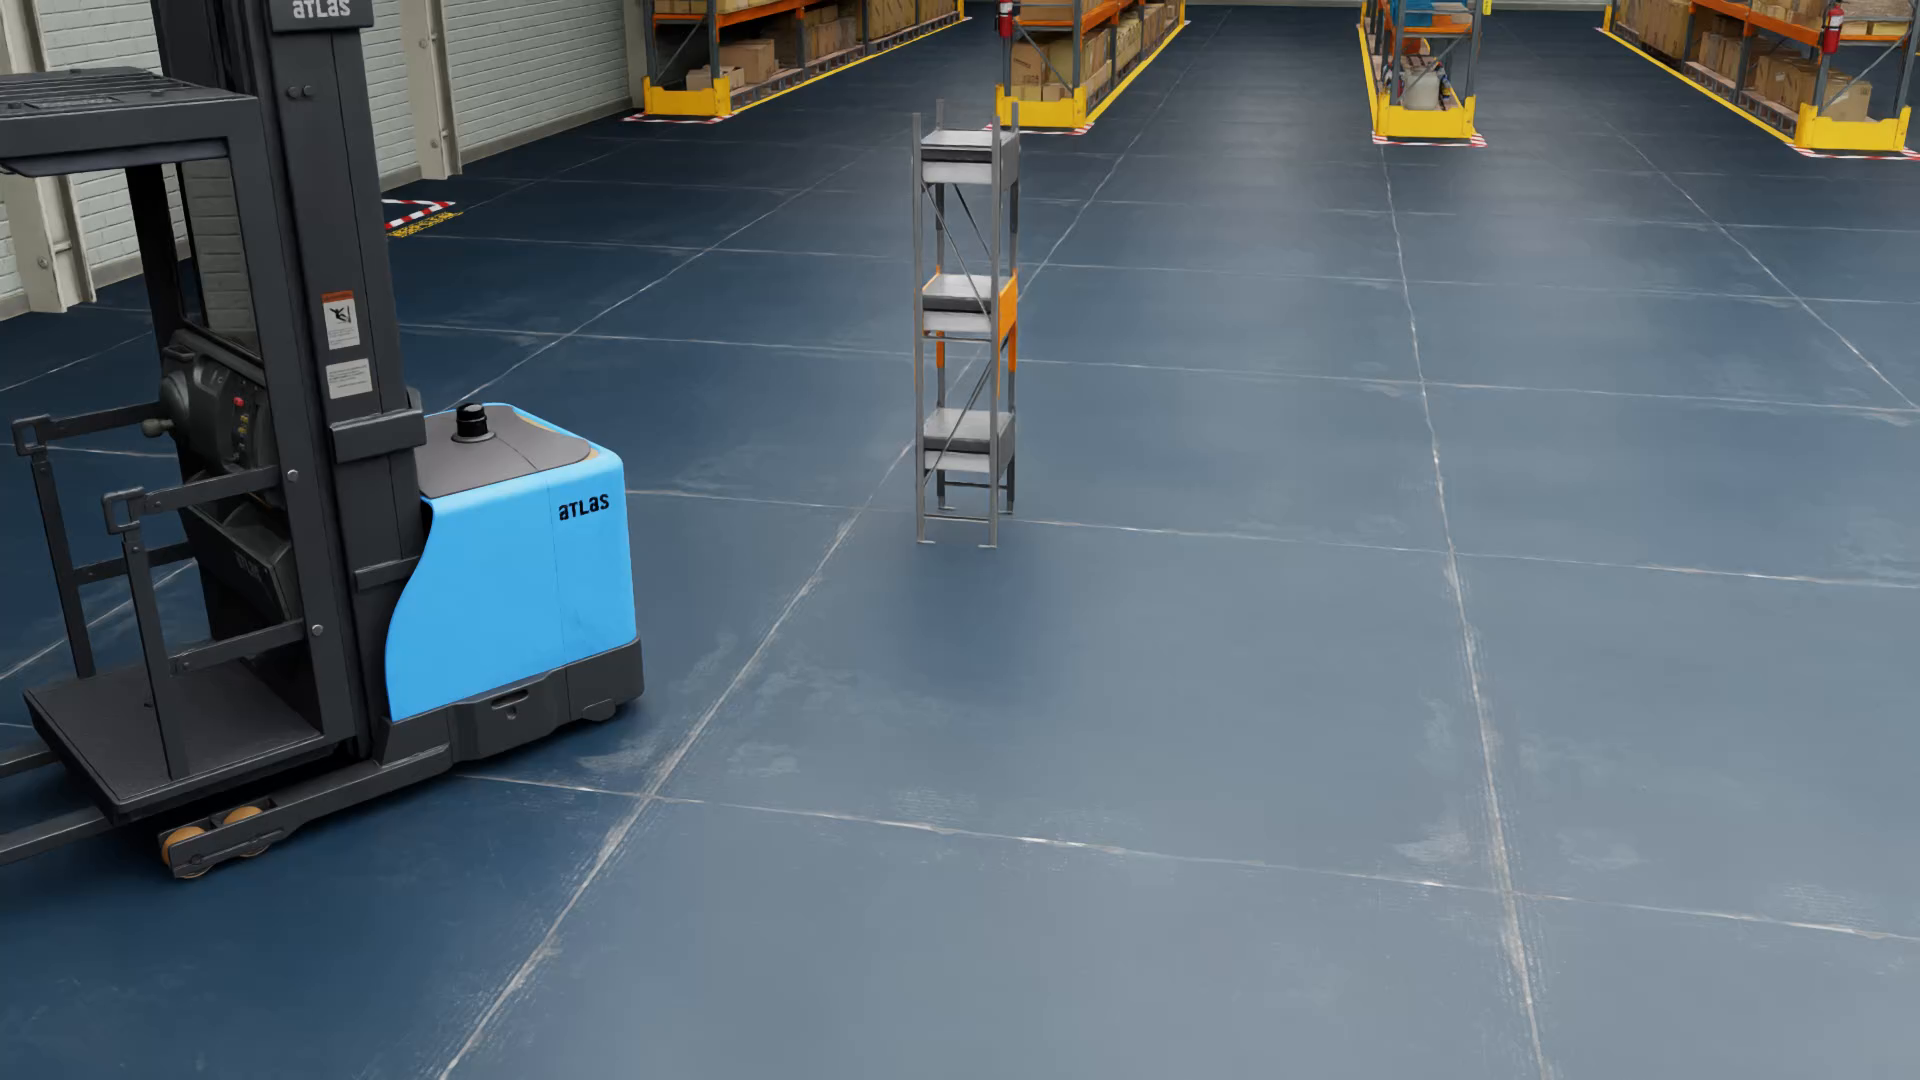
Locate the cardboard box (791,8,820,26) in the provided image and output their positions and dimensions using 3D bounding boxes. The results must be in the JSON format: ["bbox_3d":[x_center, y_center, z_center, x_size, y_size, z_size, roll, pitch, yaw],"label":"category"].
[{"bbox_3d":[-2.642,-8.746,27.808,0.500,0.250,0.500,4,22,9],"label":"cardboard box"}]

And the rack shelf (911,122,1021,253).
[{"bbox_3d":[0.034,-1.671,7.855,0.431,0.518,0.480,4,22,11],"label":"rack shelf"}]

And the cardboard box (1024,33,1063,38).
[{"bbox_3d":[1.180,-6.928,23.654,0.500,0.500,0.500,4,22,11],"label":"cardboard box"}]

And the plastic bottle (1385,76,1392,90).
[{"bbox_3d":[5.941,-6.249,22.911,0.152,0.276,0.135,5,22,11],"label":"plastic bottle"}]

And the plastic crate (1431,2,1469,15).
[{"bbox_3d":[6.650,-7.240,22.669,0.530,0.136,0.437,4,22,11],"label":"plastic crate"}]

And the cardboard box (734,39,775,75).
[{"bbox_3d":[-3.138,-7.393,25.452,0.500,0.500,0.500,3,22,7],"label":"cardboard box"}]

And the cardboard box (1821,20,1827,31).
[{"bbox_3d":[10.674,-6.230,20.144,0.380,0.149,0.250,4,22,11],"label":"cardboard box"}]

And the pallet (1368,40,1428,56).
[{"bbox_3d":[7.921,-8.882,30.124,1.003,0.211,1.213,4,22,11],"label":"pallet"}]

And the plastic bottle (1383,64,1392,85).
[{"bbox_3d":[6.124,-6.619,23.729,0.144,0.351,0.185,4,22,9],"label":"plastic bottle"}]

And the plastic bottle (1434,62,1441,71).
[{"bbox_3d":[6.884,-6.694,23.916,0.144,0.351,0.185,4,22,9],"label":"plastic bottle"}]

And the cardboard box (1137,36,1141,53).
[{"bbox_3d":[2.833,-8.526,28.627,0.500,0.250,0.500,5,22,12],"label":"cardboard box"}]

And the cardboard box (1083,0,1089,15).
[{"bbox_3d":[1.386,-7.482,22.781,0.700,0.500,0.500,5,22,11],"label":"cardboard box"}]

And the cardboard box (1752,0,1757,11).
[{"bbox_3d":[11.244,-7.426,23.114,0.380,0.149,0.250,4,22,11],"label":"cardboard box"}]

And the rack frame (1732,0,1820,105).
[{"bbox_3d":[11.582,-7.598,23.205,1.000,3.000,0.127,4,22,11],"label":"rack frame"}]

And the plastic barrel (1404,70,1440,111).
[{"bbox_3d":[5.977,-5.800,21.508,0.421,0.512,0.421,0,22,0],"label":"plastic barrel"}]

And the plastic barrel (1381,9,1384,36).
[{"bbox_3d":[8.238,-9.925,31.230,0.600,0.901,0.708,4,22,11],"label":"plastic barrel"}]

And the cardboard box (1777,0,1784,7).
[{"bbox_3d":[11.290,-7.252,21.813,0.875,0.500,0.500,4,22,11],"label":"cardboard box"}]

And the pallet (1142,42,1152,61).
[{"bbox_3d":[2.891,-8.794,29.907,1.003,0.211,1.213,4,22,11],"label":"pallet"}]

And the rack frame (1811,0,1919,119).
[{"bbox_3d":[10.766,-6.135,19.573,1.000,3.000,0.127,4,22,11],"label":"rack frame"}]

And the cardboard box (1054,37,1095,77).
[{"bbox_3d":[1.586,-6.705,23.102,0.500,0.500,0.500,4,22,11],"label":"cardboard box"}]

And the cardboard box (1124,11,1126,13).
[{"bbox_3d":[2.768,-9.411,30.464,0.500,0.500,0.500,4,22,9],"label":"cardboard box"}]

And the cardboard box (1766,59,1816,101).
[{"bbox_3d":[11.352,-6.280,22.716,0.500,0.500,0.500,12,25,28],"label":"cardboard box"}]

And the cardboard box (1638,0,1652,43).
[{"bbox_3d":[13.104,-9.498,30.203,1.225,0.875,0.875,5,22,11],"label":"cardboard box"}]

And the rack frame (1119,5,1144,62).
[{"bbox_3d":[2.701,-9.818,28.716,1.000,3.000,0.127,4,22,11],"label":"rack frame"}]

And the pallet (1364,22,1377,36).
[{"bbox_3d":[8.725,-10.328,33.714,1.003,0.211,1.213,4,22,11],"label":"pallet"}]

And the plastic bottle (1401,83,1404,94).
[{"bbox_3d":[6.095,-6.262,23.044,0.097,0.201,0.097,0,22,0],"label":"plastic bottle"}]

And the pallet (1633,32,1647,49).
[{"bbox_3d":[13.447,-9.503,31.666,1.003,0.211,1.213,4,22,11],"label":"pallet"}]

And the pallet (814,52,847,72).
[{"bbox_3d":[-2.561,-8.170,28.357,1.003,0.211,1.213,4,22,11],"label":"pallet"}]

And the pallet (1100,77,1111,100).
[{"bbox_3d":[1.682,-6.774,24.890,1.003,0.211,1.213,4,22,11],"label":"pallet"}]

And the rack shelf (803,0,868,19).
[{"bbox_3d":[-2.557,-9.129,27.968,1.077,0.370,4.000,4,22,11],"label":"rack shelf"}]

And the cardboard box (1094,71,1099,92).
[{"bbox_3d":[1.704,-6.539,23.693,0.500,0.250,0.500,4,22,11],"label":"cardboard box"}]

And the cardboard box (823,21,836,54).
[{"bbox_3d":[-2.537,-8.608,28.469,0.700,0.500,0.500,4,22,11],"label":"cardboard box"}]

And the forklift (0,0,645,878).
[{"bbox_3d":[-2.696,-0.451,5.551,3.031,2.935,1.130,-19,28,-38],"label":"forklift"}]

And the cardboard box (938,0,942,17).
[{"bbox_3d":[-0.765,-11.524,35.737,0.700,0.500,0.500,4,22,9],"label":"cardboard box"}]

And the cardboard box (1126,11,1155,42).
[{"bbox_3d":[3.283,-9.382,30.391,0.500,0.500,0.500,4,22,10],"label":"cardboard box"}]

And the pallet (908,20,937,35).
[{"bbox_3d":[-1.101,-10.636,34.479,1.003,0.211,1.213,4,22,11],"label":"pallet"}]

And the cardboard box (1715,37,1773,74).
[{"bbox_3d":[12.072,-7.448,25.588,0.700,0.500,0.500,6,23,15],"label":"cardboard box"}]

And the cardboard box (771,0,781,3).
[{"bbox_3d":[-2.962,-8.108,24.644,0.500,0.250,0.500,4,22,11],"label":"cardboard box"}]

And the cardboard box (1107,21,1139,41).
[{"bbox_3d":[2.736,-8.596,28.051,0.500,0.311,0.500,4,22,10],"label":"cardboard box"}]

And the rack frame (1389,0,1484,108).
[{"bbox_3d":[5.917,-6.513,20.510,1.000,3.000,0.127,4,22,11],"label":"rack frame"}]

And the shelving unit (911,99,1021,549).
[{"bbox_3d":[0.034,-1.035,8.112,0.431,2.100,0.503,4,22,11],"label":"shelving unit"}]

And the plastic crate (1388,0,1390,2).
[{"bbox_3d":[6.502,-7.765,23.703,0.767,0.338,0.504,4,22,11],"label":"plastic crate"}]

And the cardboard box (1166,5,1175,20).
[{"bbox_3d":[4.241,-11.109,35.014,0.500,0.250,0.500,4,22,11],"label":"cardboard box"}]

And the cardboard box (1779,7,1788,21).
[{"bbox_3d":[10.951,-6.876,21.749,0.380,0.149,0.250,4,22,11],"label":"cardboard box"}]

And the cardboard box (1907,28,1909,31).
[{"bbox_3d":[18.007,-9.529,31.254,0.380,0.149,0.250,4,22,11],"label":"cardboard box"}]

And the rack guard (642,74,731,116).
[{"bbox_3d":[-3.766,-6.137,22.921,1.175,0.500,0.348,4,22,11],"label":"rack guard"}]

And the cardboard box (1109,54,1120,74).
[{"bbox_3d":[2.210,-7.403,25.838,0.500,0.250,0.500,4,22,10],"label":"cardboard box"}]

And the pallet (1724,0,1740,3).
[{"bbox_3d":[12.035,-8.245,25.068,1.003,0.211,1.213,4,22,11],"label":"pallet"}]

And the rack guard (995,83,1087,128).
[{"bbox_3d":[1.064,-5.724,21.896,1.175,0.500,0.348,4,22,11],"label":"rack guard"}]

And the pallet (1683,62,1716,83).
[{"bbox_3d":[12.238,-7.482,26.649,1.003,0.211,1.213,4,22,11],"label":"pallet"}]
